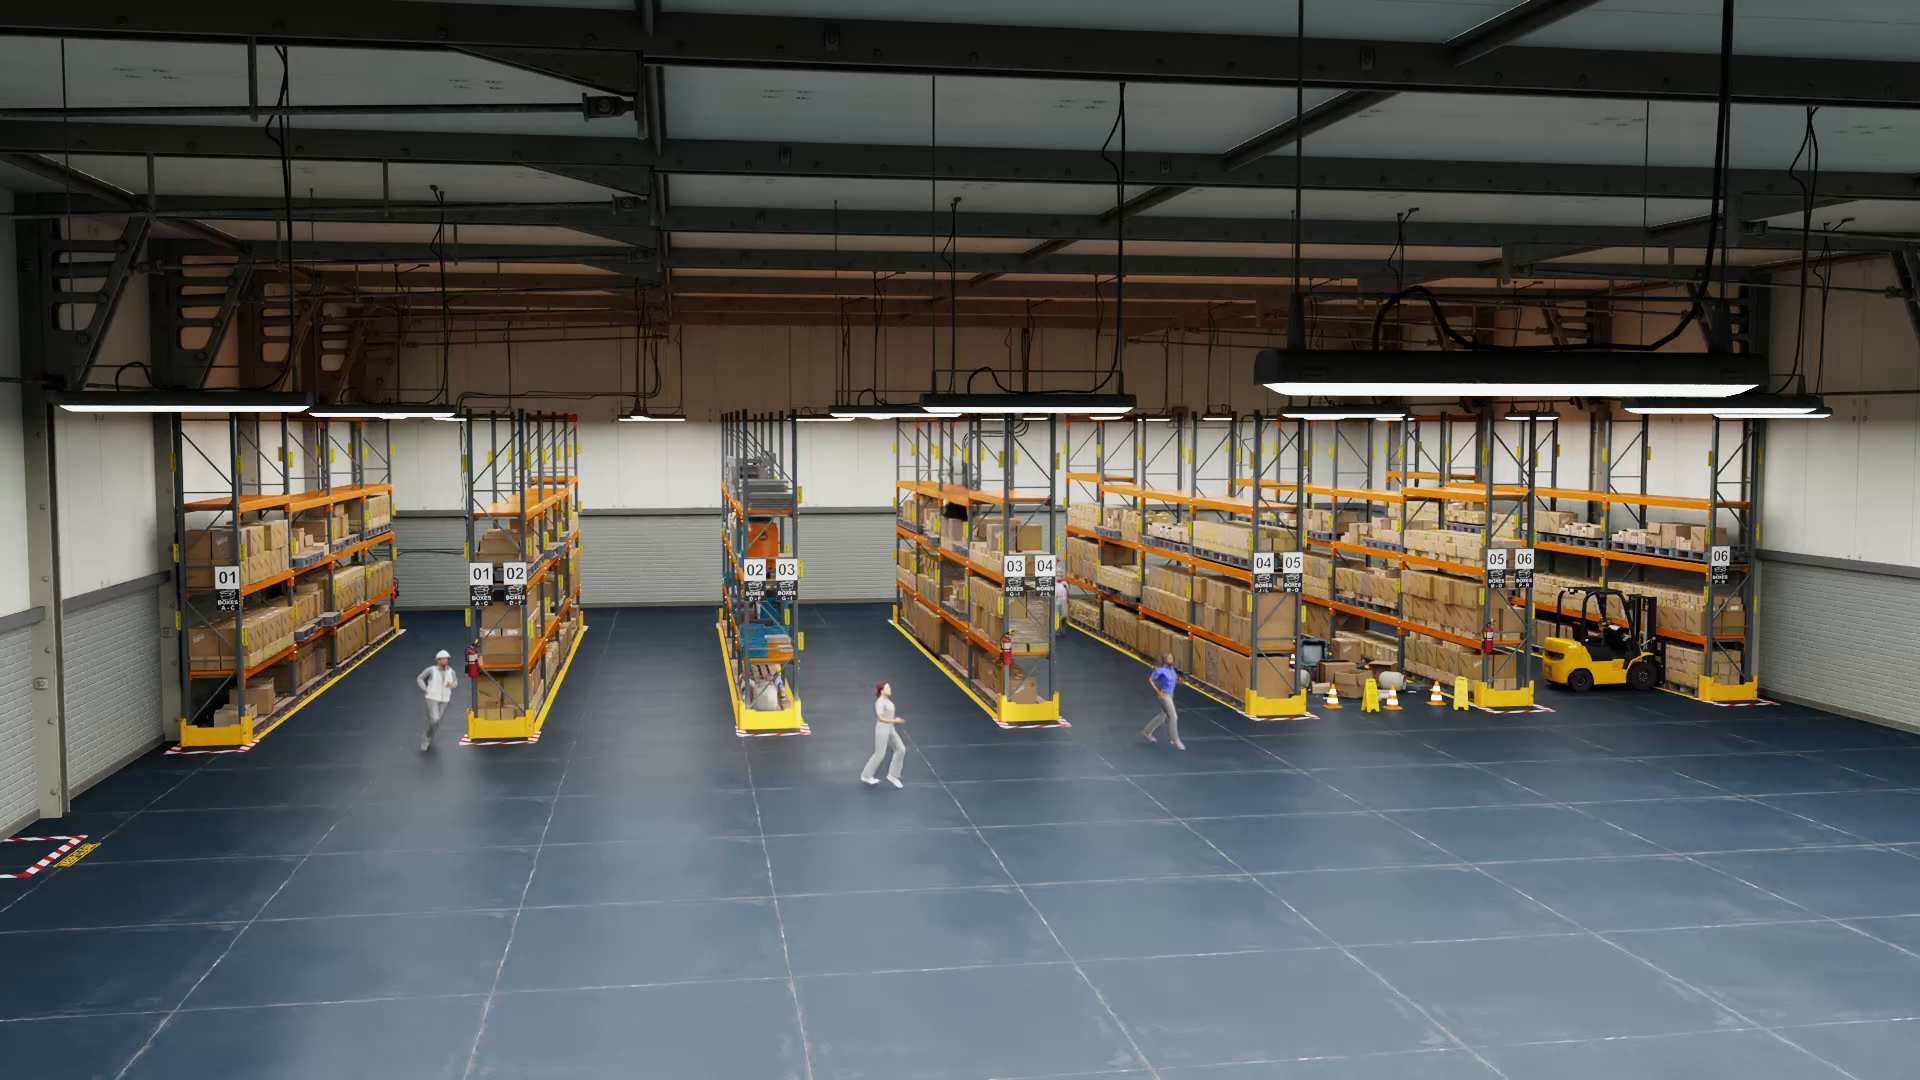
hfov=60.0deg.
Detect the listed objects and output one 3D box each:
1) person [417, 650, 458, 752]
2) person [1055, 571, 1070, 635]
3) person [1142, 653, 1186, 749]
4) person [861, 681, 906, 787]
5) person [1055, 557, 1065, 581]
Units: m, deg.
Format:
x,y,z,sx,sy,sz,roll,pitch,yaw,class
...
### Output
x,y,z,sx,sy,sz,roll,pitch,yaw,class
-9.242,2.825,29.383,0.675,1.754,0.736,4,6,45,person
2.704,1.707,44.912,0.646,1.746,0.648,-1,4,-10,person
3.653,2.836,29.574,0.841,1.693,0.560,2,5,29,person
-1.214,3.069,26.235,0.722,1.710,0.566,1,4,18,person
2.759,1.369,49.753,0.899,1.732,0.795,-1,4,-18,person
